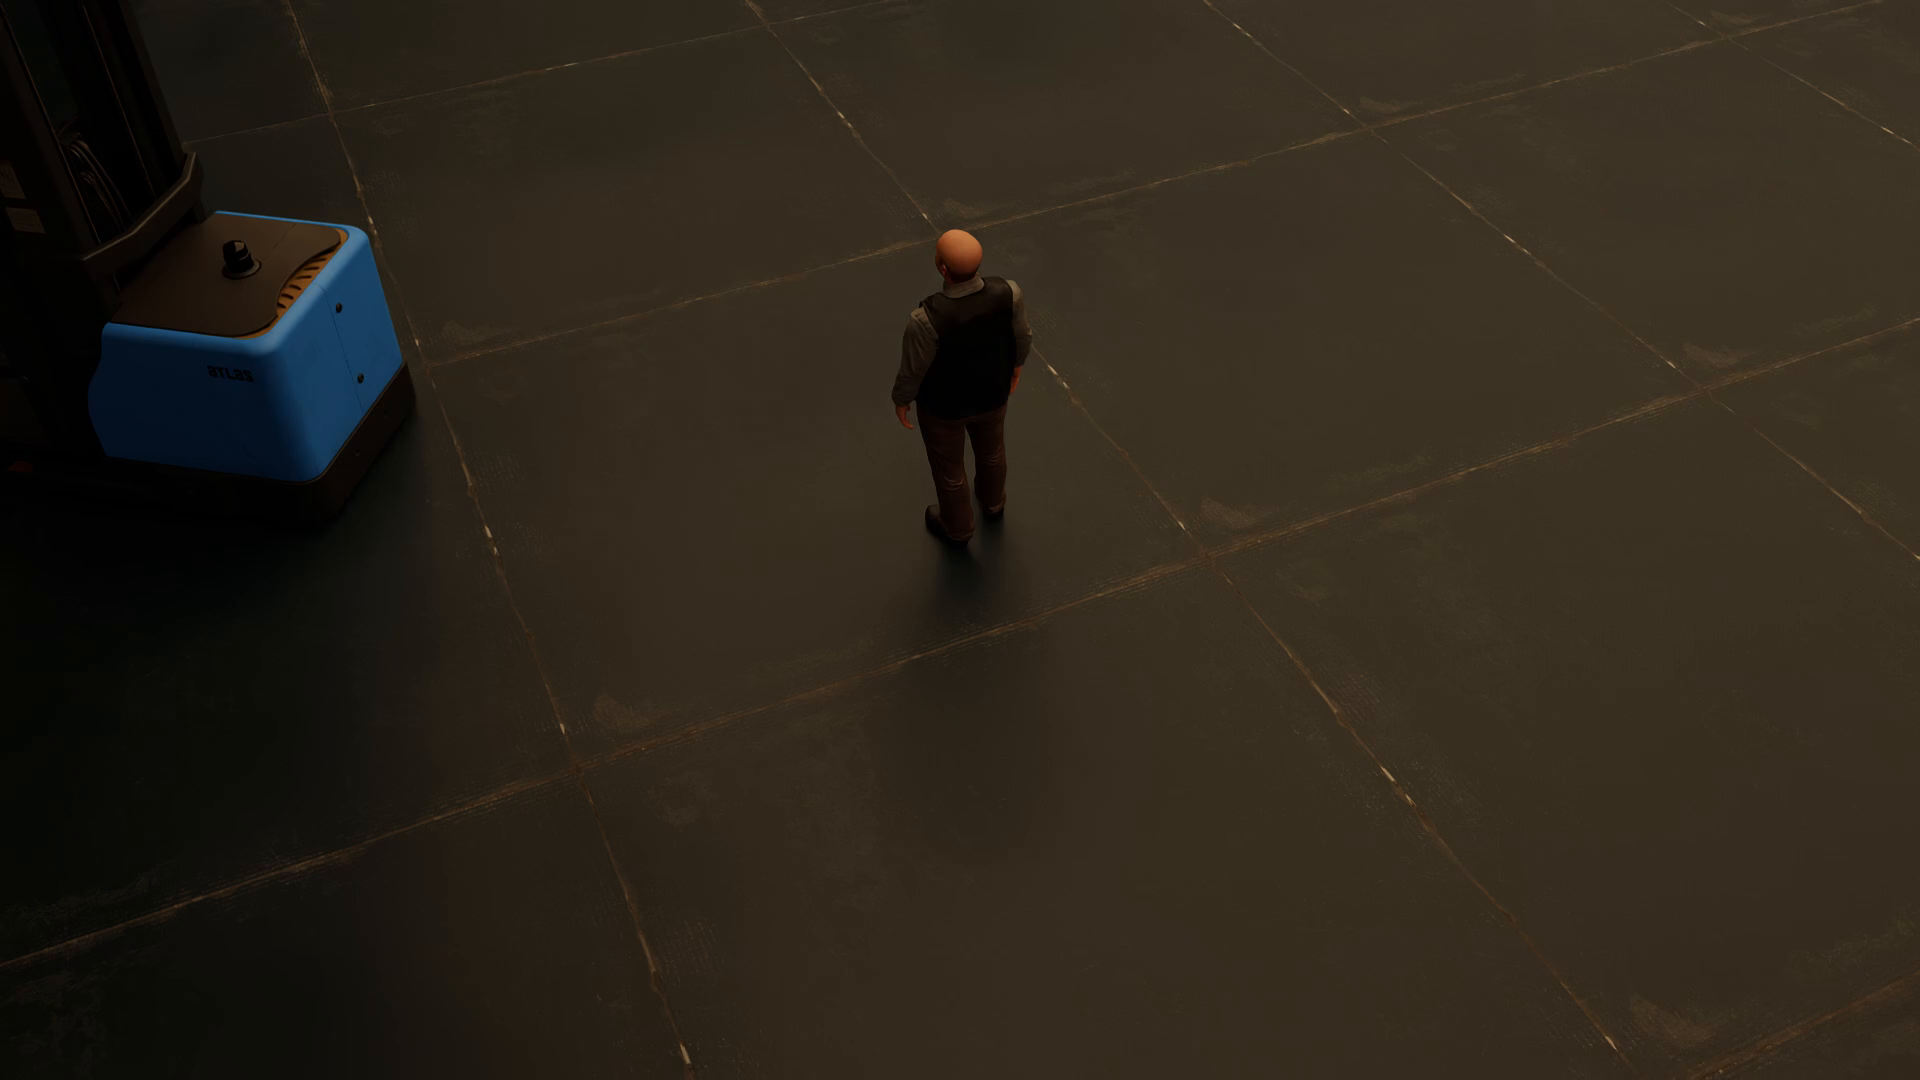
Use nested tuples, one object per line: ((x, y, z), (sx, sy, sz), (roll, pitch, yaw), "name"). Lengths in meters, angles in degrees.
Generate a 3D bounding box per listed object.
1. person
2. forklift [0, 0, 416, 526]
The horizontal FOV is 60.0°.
((-0.023, -0.680, 7.285), (0.633, 1.722, 0.551), (-18, 46, -18), "person")
((-4.345, -1.638, 7.435), (3.031, 2.935, 1.130), (8, 44, 8), "forklift")
